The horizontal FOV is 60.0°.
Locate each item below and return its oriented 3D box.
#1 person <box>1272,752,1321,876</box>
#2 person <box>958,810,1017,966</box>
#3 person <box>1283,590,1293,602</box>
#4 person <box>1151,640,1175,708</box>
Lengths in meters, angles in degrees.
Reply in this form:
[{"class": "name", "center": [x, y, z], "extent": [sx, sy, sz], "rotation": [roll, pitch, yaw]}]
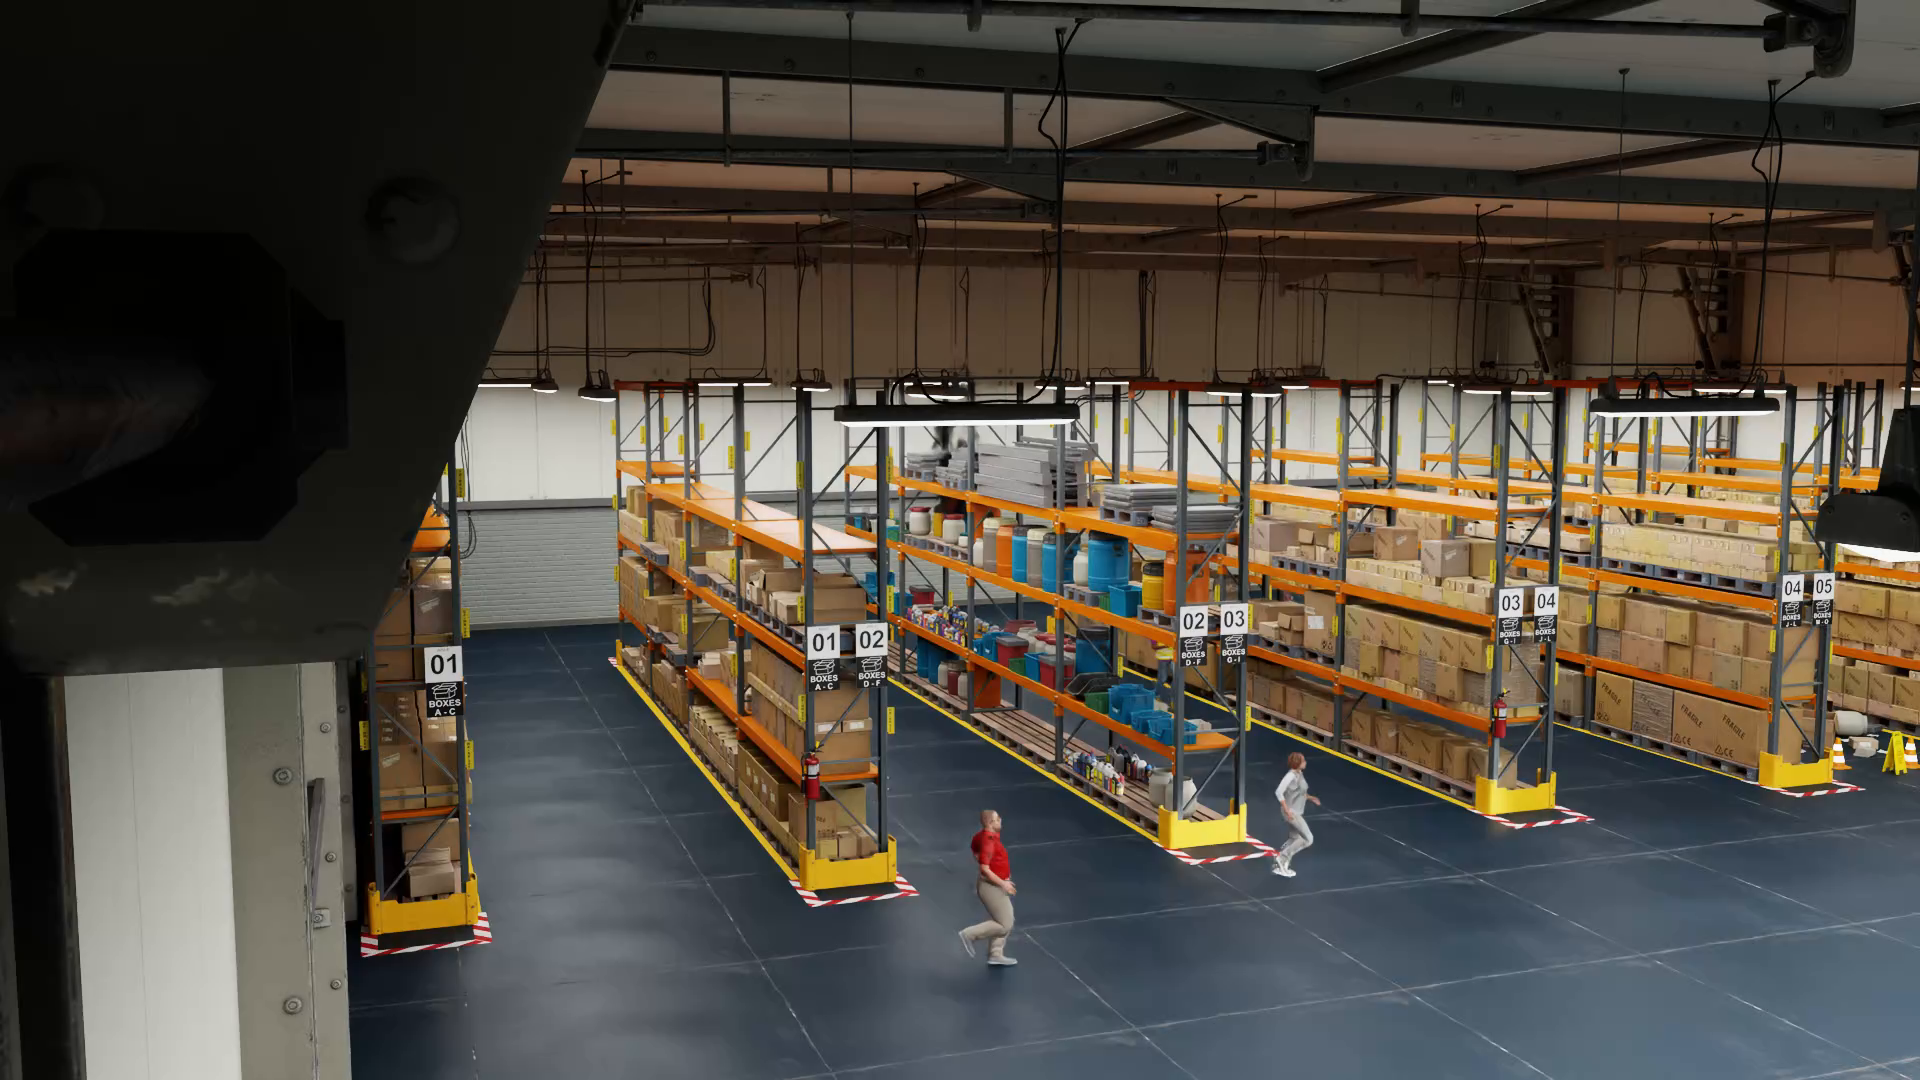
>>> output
[{"class": "person", "center": [4.152, 3.384, 20.509], "extent": [0.565, 1.568, 0.543], "rotation": [2, 6, 16]}, {"class": "person", "center": [0.286, 3.660, 17.470], "extent": [0.644, 1.684, 0.665], "rotation": [-1, 6, -7]}, {"class": "person", "center": [8.417, 1.002, 42.639], "extent": [0.585, 1.588, 0.579], "rotation": [-6, 8, -44]}, {"class": "person", "center": [3.798, 2.222, 30.524], "extent": [0.677, 1.823, 0.738], "rotation": [-3, 7, -24]}]
